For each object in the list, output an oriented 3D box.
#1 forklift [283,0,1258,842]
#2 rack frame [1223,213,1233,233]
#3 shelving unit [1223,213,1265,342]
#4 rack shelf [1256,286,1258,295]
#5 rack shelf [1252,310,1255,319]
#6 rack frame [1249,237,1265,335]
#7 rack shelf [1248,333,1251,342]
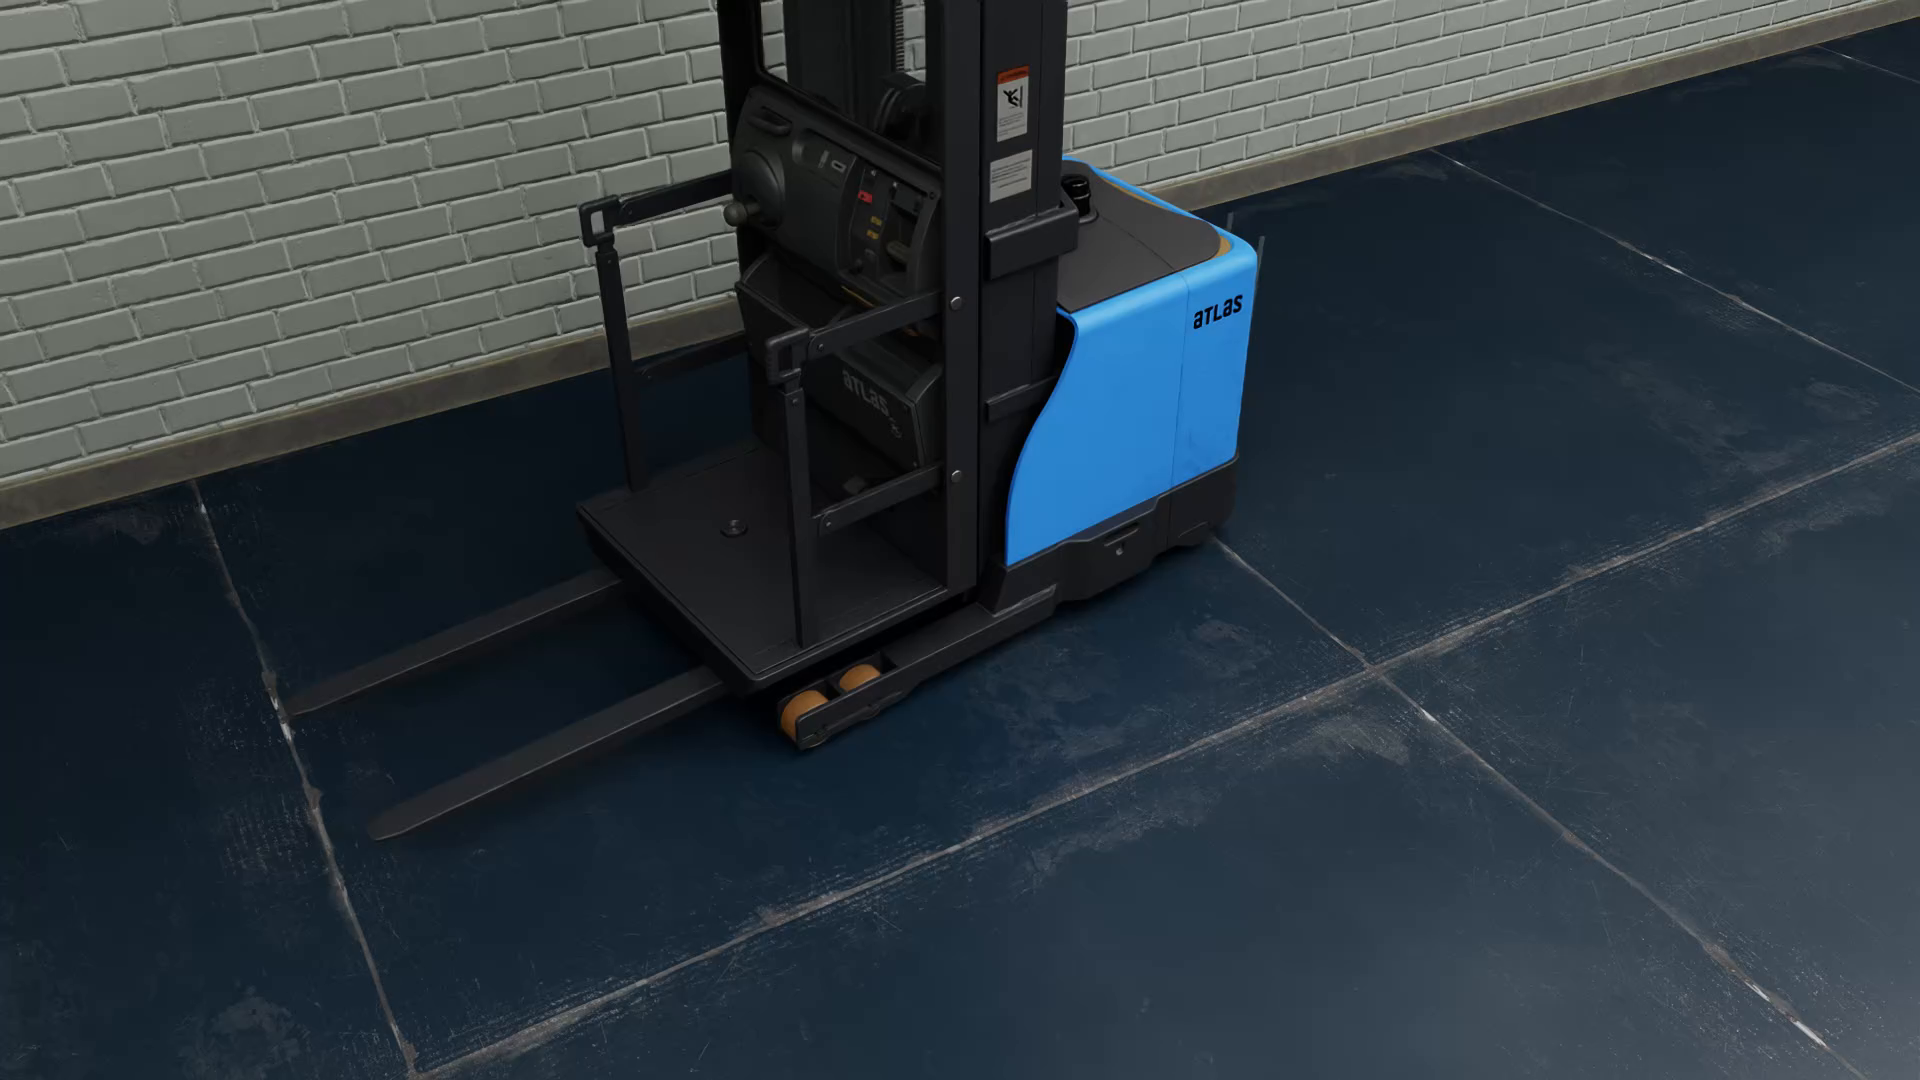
[{"bbox_3d":[-0.526,-0.925,4.532,3.031,2.935,1.130,-25,43,-30],"label":"forklift"},{"bbox_3d":[0.821,-0.745,5.997,0.240,0.900,0.006,-12,38,-20],"label":"rack frame"},{"bbox_3d":[0.862,-0.690,5.922,0.258,0.900,0.210,-12,38,-20],"label":"shelving unit"},{"bbox_3d":[0.872,-0.883,5.786,0.258,0.077,0.200,-12,38,-20],"label":"rack shelf"},{"bbox_3d":[0.868,-0.810,5.837,0.258,0.077,0.200,-12,38,-20],"label":"rack shelf"},{"bbox_3d":[0.903,-0.635,5.847,0.240,0.900,0.006,-12,38,-20],"label":"rack frame"},{"bbox_3d":[0.864,-0.736,5.889,0.258,0.077,0.200,-12,38,-20],"label":"rack shelf"}]
